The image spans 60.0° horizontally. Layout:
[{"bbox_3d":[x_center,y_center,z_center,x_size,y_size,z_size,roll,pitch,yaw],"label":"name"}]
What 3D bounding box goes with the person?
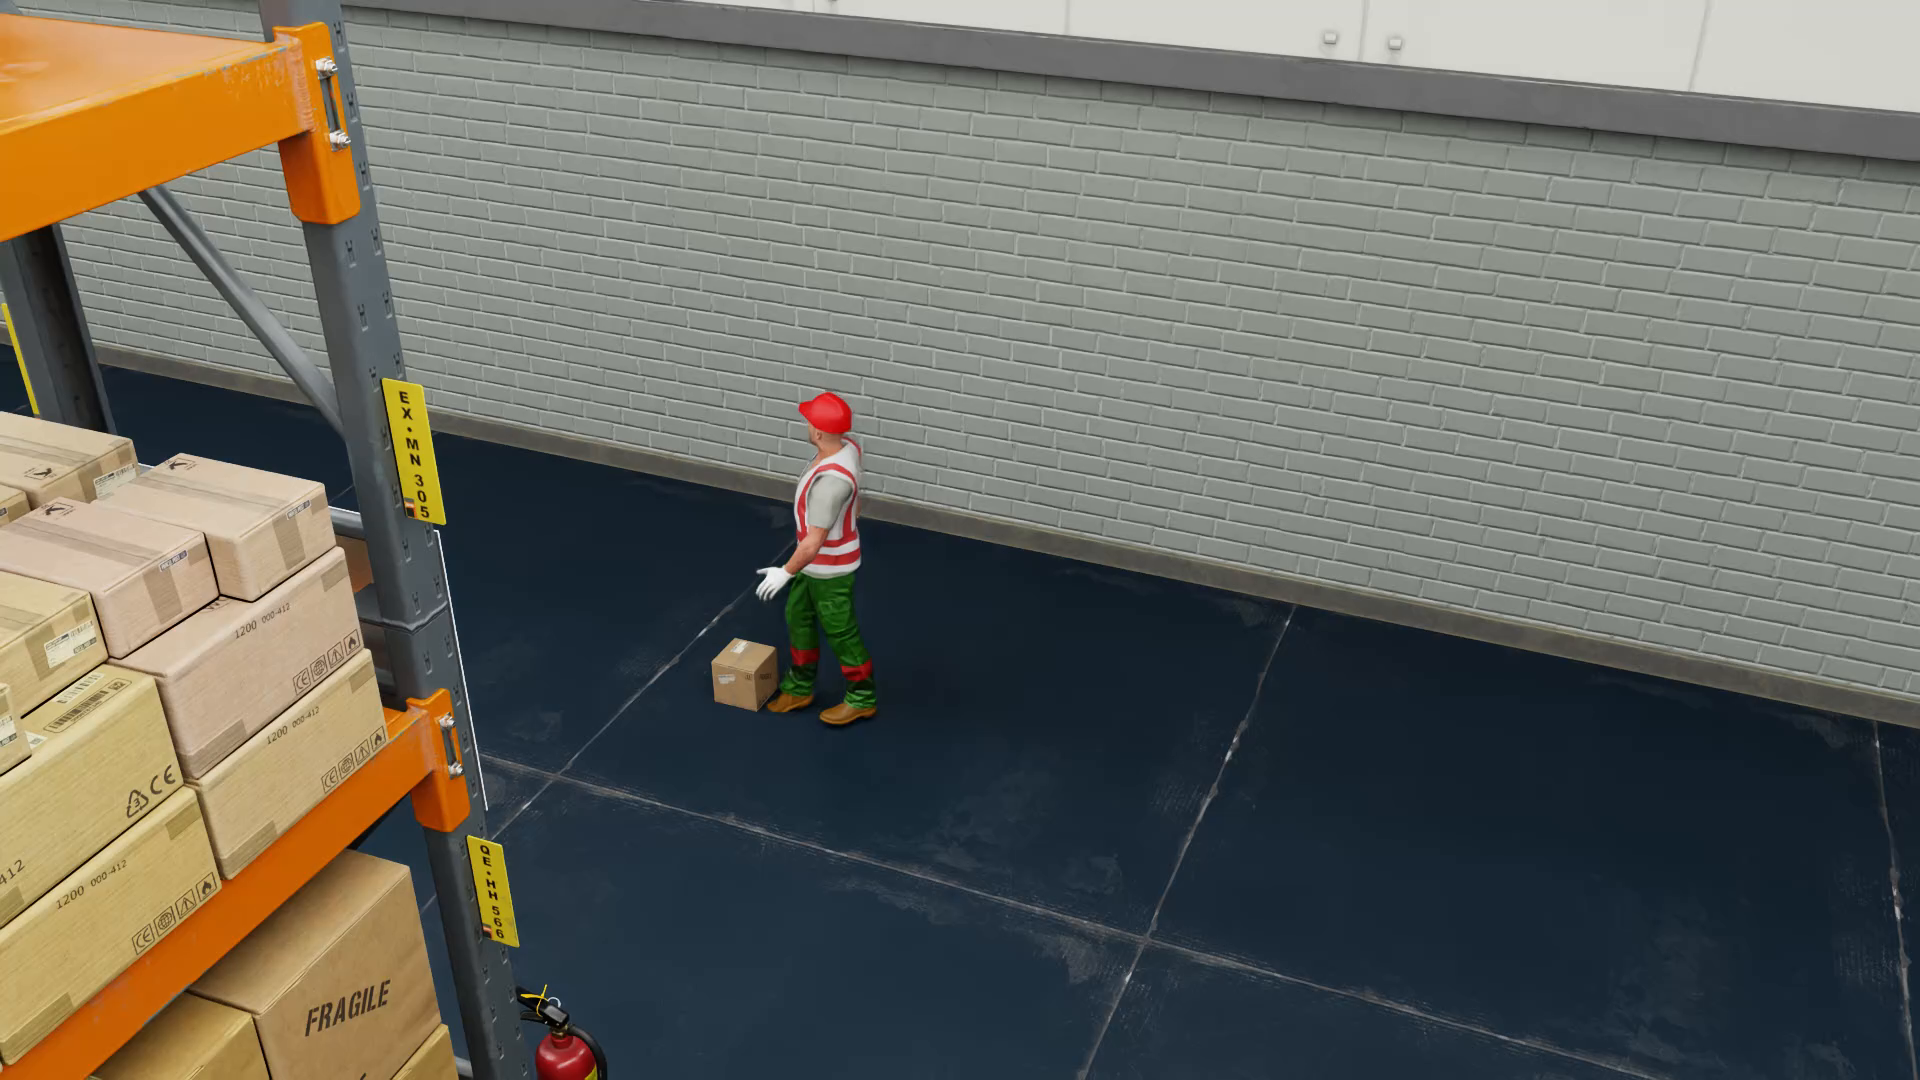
[{"bbox_3d":[-0.729,0.140,8.173,0.608,1.857,0.555,-2,29,-4],"label":"person"}]
